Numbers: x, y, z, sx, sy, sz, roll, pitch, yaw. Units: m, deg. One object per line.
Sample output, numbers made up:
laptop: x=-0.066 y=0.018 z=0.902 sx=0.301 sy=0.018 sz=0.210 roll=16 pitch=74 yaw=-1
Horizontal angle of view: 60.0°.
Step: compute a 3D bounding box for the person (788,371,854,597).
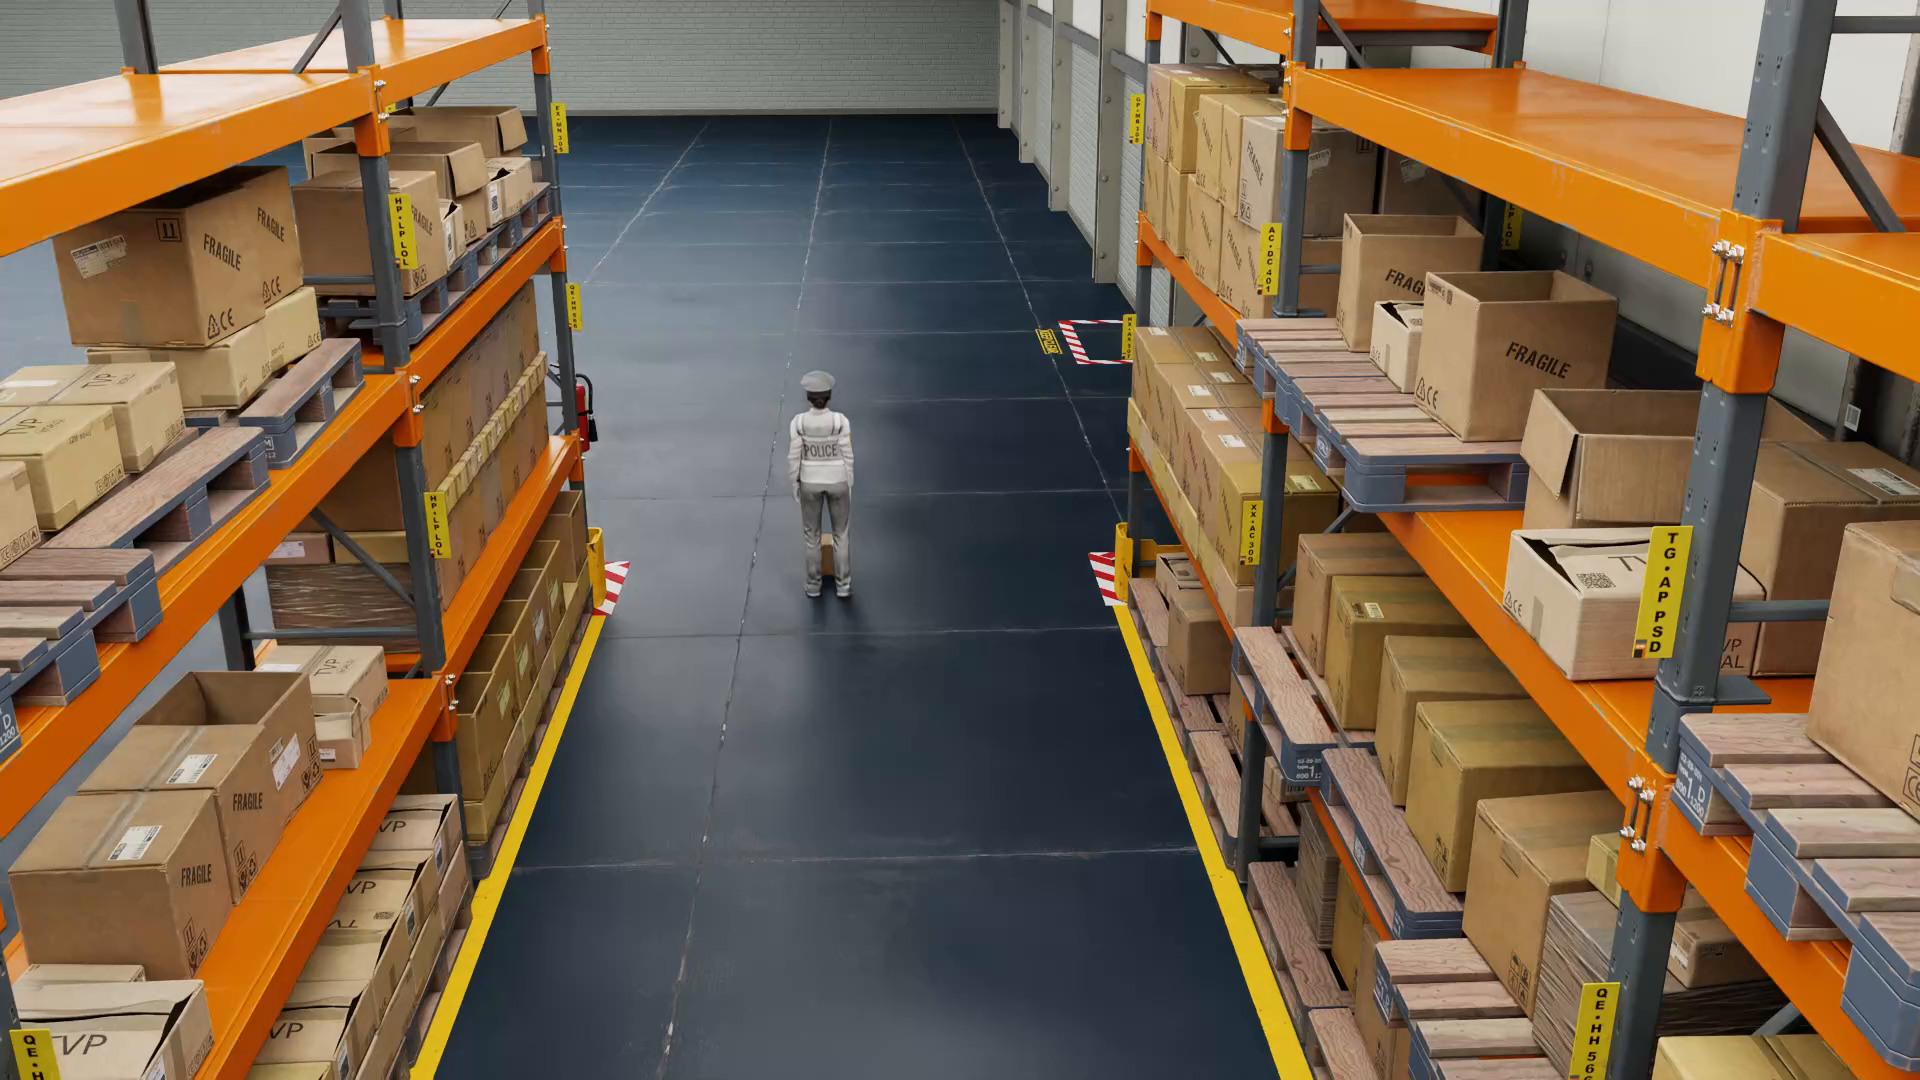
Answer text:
person: x=-1.006 y=-0.388 z=12.105 sx=0.475 sy=1.707 sz=0.344 roll=-1 pitch=21 yaw=-2
